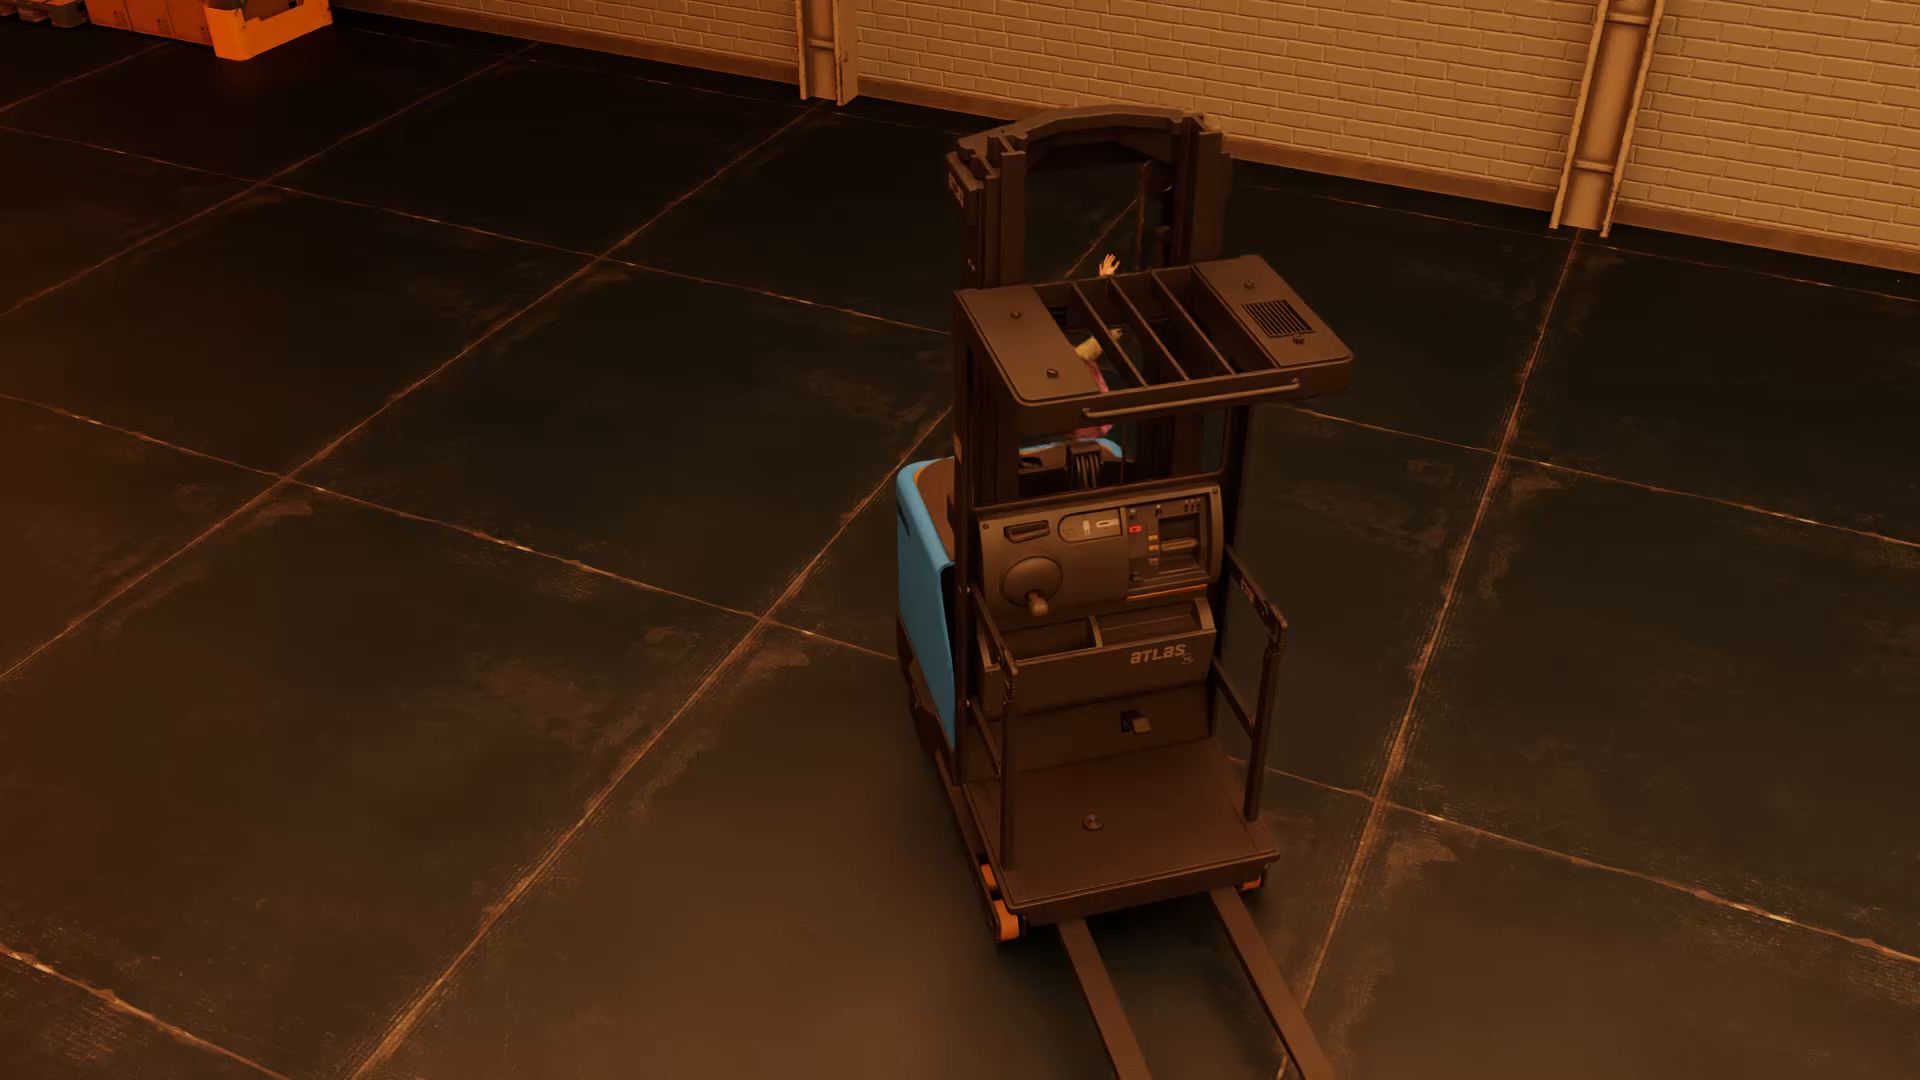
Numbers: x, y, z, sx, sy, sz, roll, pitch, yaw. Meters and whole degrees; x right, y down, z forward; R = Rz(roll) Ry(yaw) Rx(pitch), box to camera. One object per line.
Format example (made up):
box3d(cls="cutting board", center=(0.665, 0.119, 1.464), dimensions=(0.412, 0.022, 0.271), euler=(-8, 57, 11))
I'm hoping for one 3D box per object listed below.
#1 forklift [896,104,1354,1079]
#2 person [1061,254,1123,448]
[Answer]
box3d(cls="forklift", center=(0.582, 0.104, 5.941), dimensions=(1.130, 2.935, 3.031), euler=(-9, 36, -12))
box3d(cls="person", center=(0.479, -0.812, 8.466), dimensions=(0.727, 1.510, 0.938), euler=(-23, 41, -28))
